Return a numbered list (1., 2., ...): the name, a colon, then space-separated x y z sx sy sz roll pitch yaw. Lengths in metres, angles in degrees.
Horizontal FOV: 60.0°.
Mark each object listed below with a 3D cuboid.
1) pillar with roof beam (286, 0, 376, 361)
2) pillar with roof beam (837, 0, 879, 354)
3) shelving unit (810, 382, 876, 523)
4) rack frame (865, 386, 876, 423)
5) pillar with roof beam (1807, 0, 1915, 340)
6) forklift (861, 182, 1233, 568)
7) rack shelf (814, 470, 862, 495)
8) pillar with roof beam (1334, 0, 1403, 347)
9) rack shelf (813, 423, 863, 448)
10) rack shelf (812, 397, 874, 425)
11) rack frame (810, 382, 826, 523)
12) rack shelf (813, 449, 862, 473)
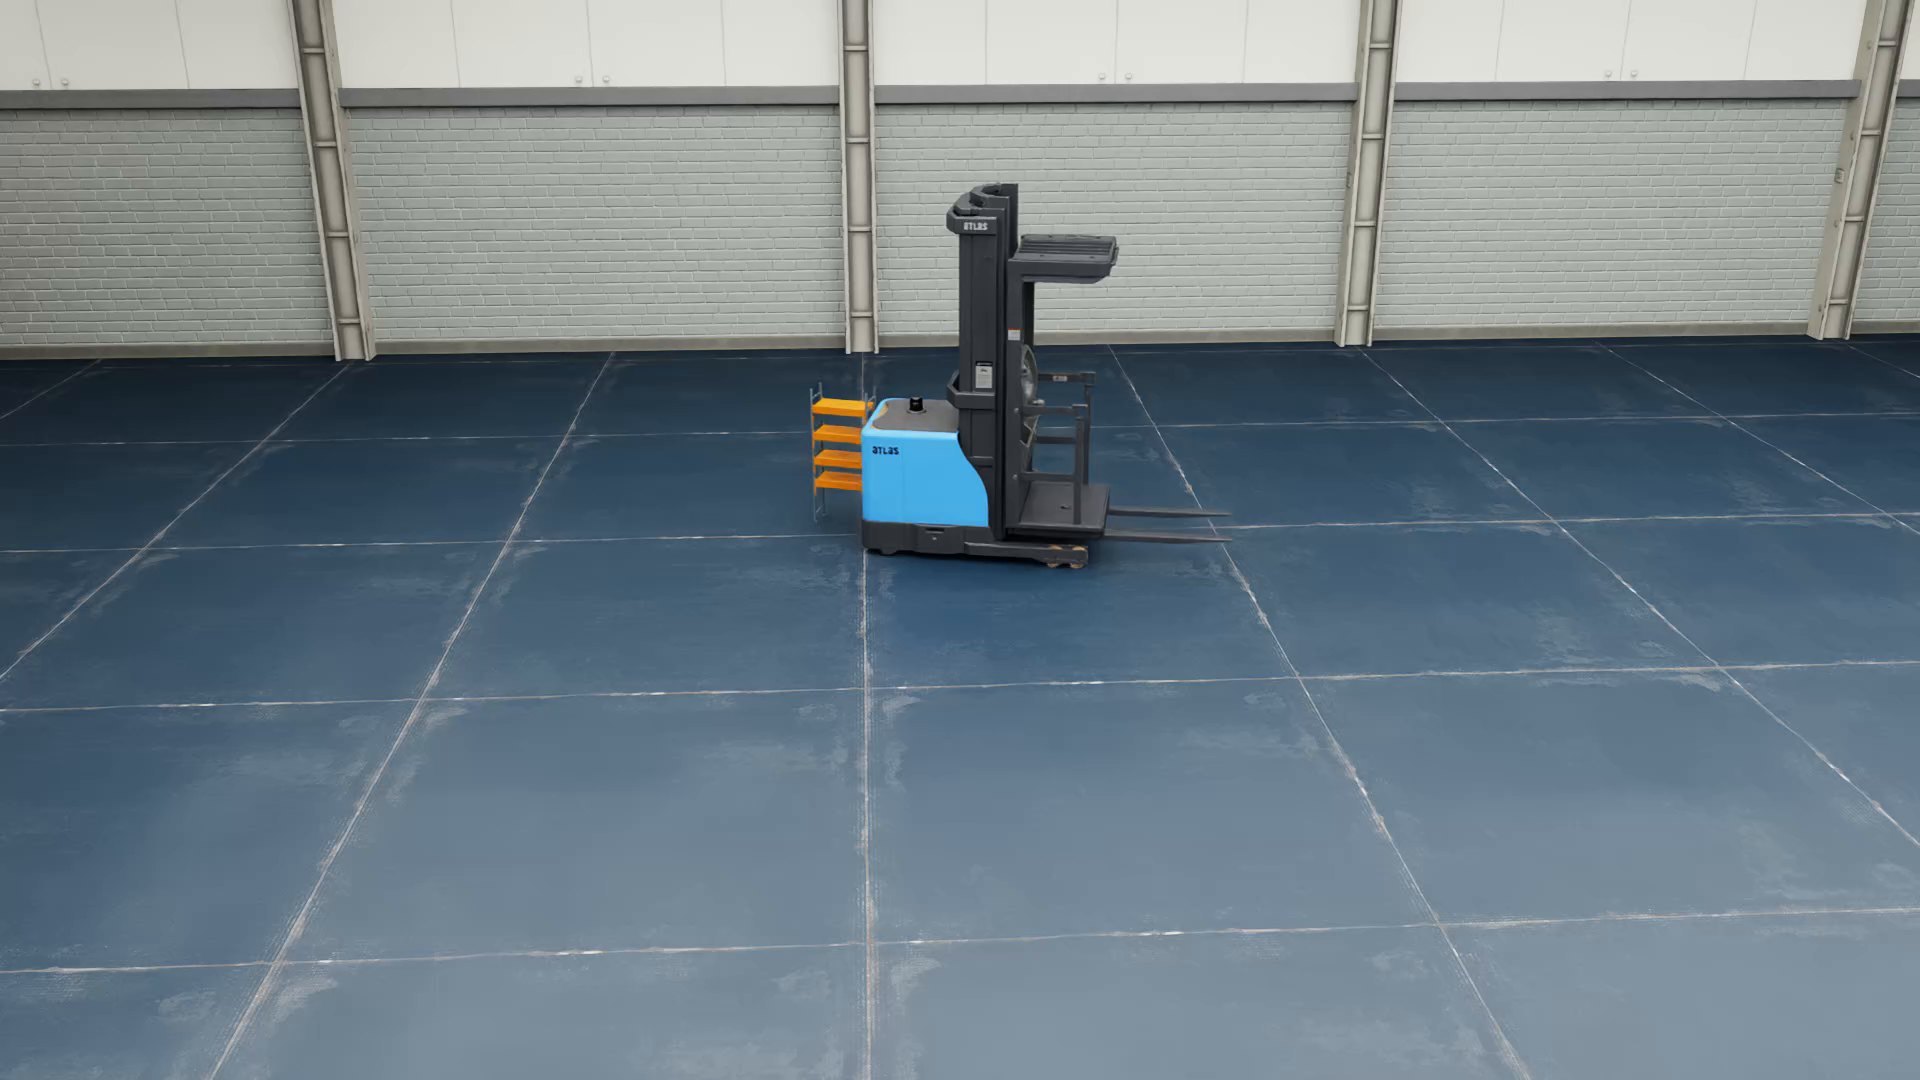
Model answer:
1. pillar with roof beam: -6.923 -4.847 14.135 0.400 9.000 9.100 -1 21 -3
2. pillar with roof beam: -0.933 -4.968 14.455 0.400 9.000 9.100 -1 21 -3
3. shelving unit: -0.990 -0.726 14.274 0.503 1.200 0.258 6 22 15
4. rack frame: -0.755 -0.703 14.211 0.015 1.200 0.240 6 22 15
5. pillar with roof beam: 11.047 -5.212 15.095 0.400 9.000 9.100 -1 21 -3
6. forklift: 0.745 -1.347 13.472 3.031 2.935 1.130 3 21 7
7. rack shelf: -0.990 -0.478 14.369 0.480 0.148 0.258 6 22 15
8. pillar with roof beam: 5.057 -5.090 14.775 0.400 9.000 9.100 -1 21 -3
9. rack shelf: -0.990 -0.873 14.219 0.480 0.148 0.258 6 22 15
10. rack shelf: -0.990 -1.094 14.134 0.480 0.148 0.258 6 22 15
11. rack frame: -1.225 -0.750 14.337 0.015 1.200 0.240 6 22 15
12. rack shelf: -0.990 -0.664 14.298 0.480 0.148 0.258 6 22 15
